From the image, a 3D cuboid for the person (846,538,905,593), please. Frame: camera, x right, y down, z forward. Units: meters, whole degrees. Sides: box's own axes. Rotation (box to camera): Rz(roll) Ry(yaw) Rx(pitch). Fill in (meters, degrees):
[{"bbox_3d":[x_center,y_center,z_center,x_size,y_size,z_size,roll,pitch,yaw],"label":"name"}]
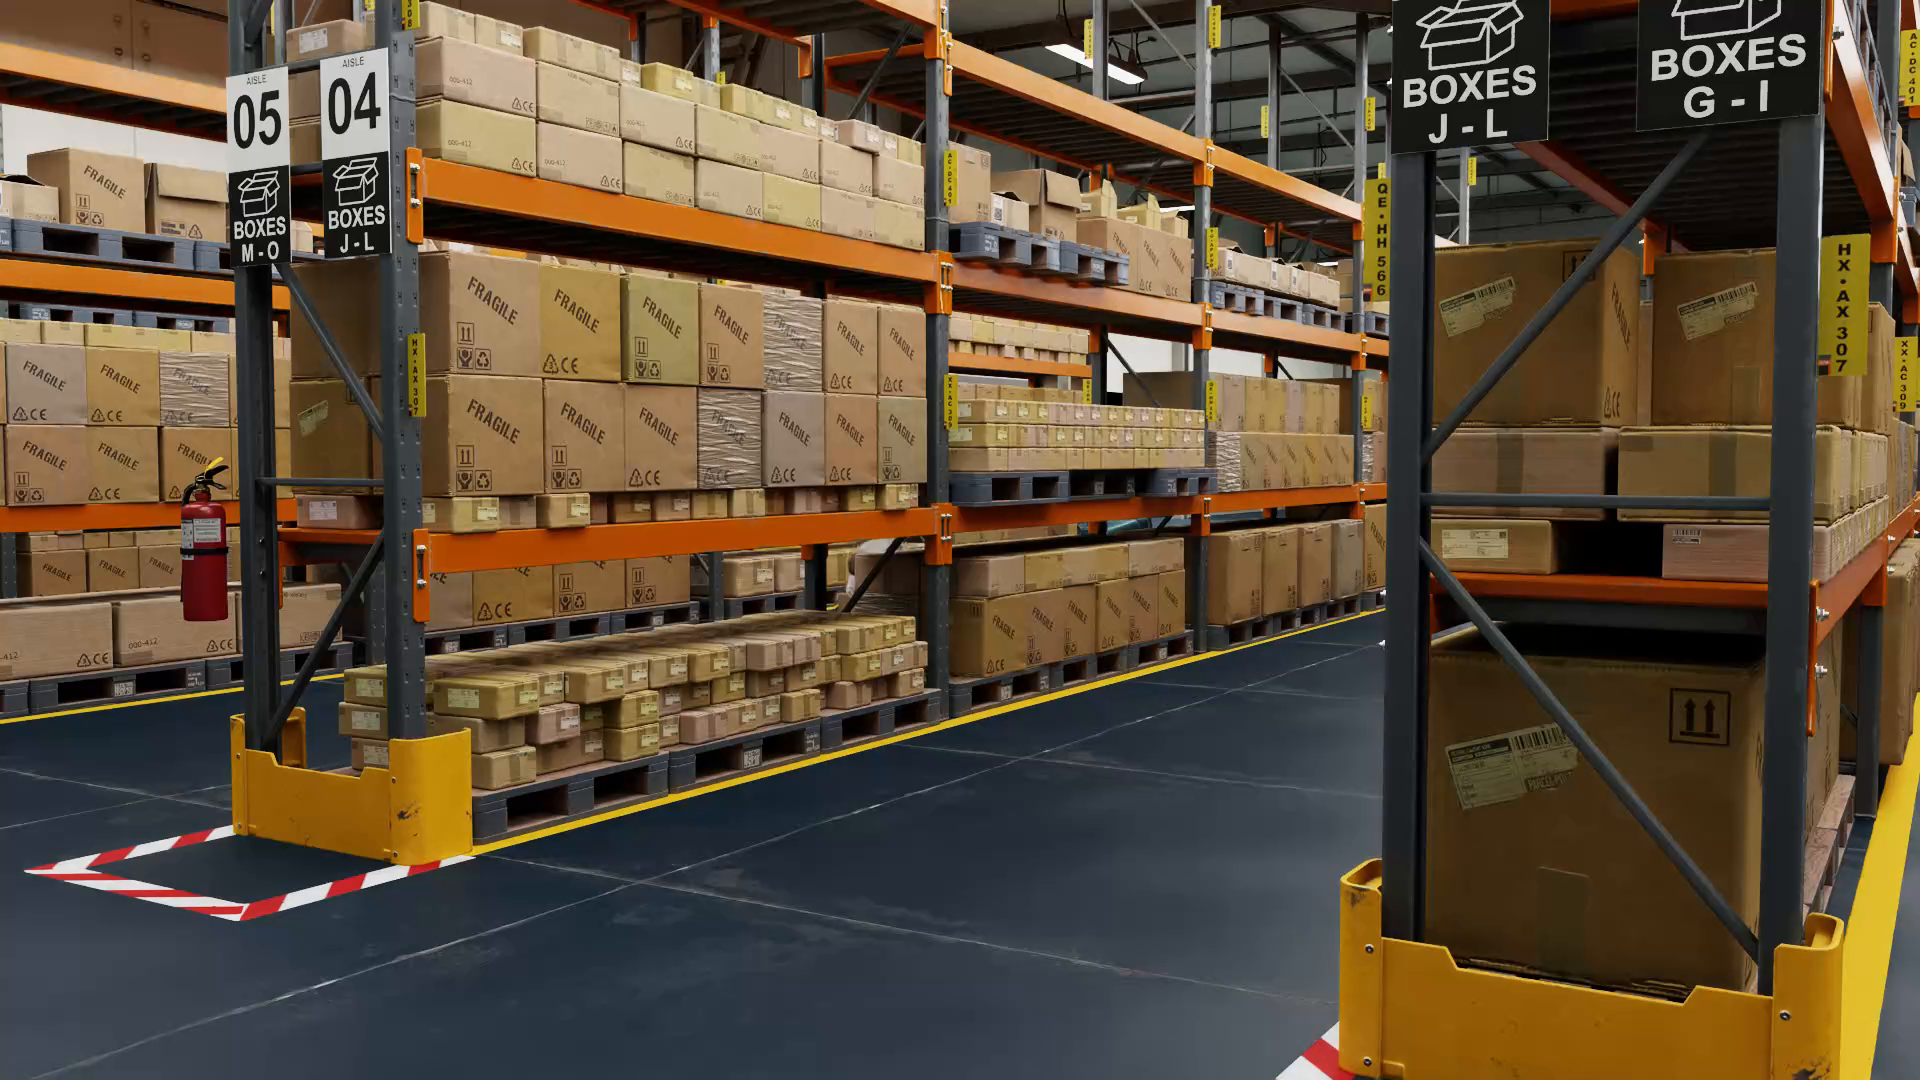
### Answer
[{"bbox_3d":[-0.838,0.358,16.285,0.423,0.832,0.856,2,3,28],"label":"person"}]
